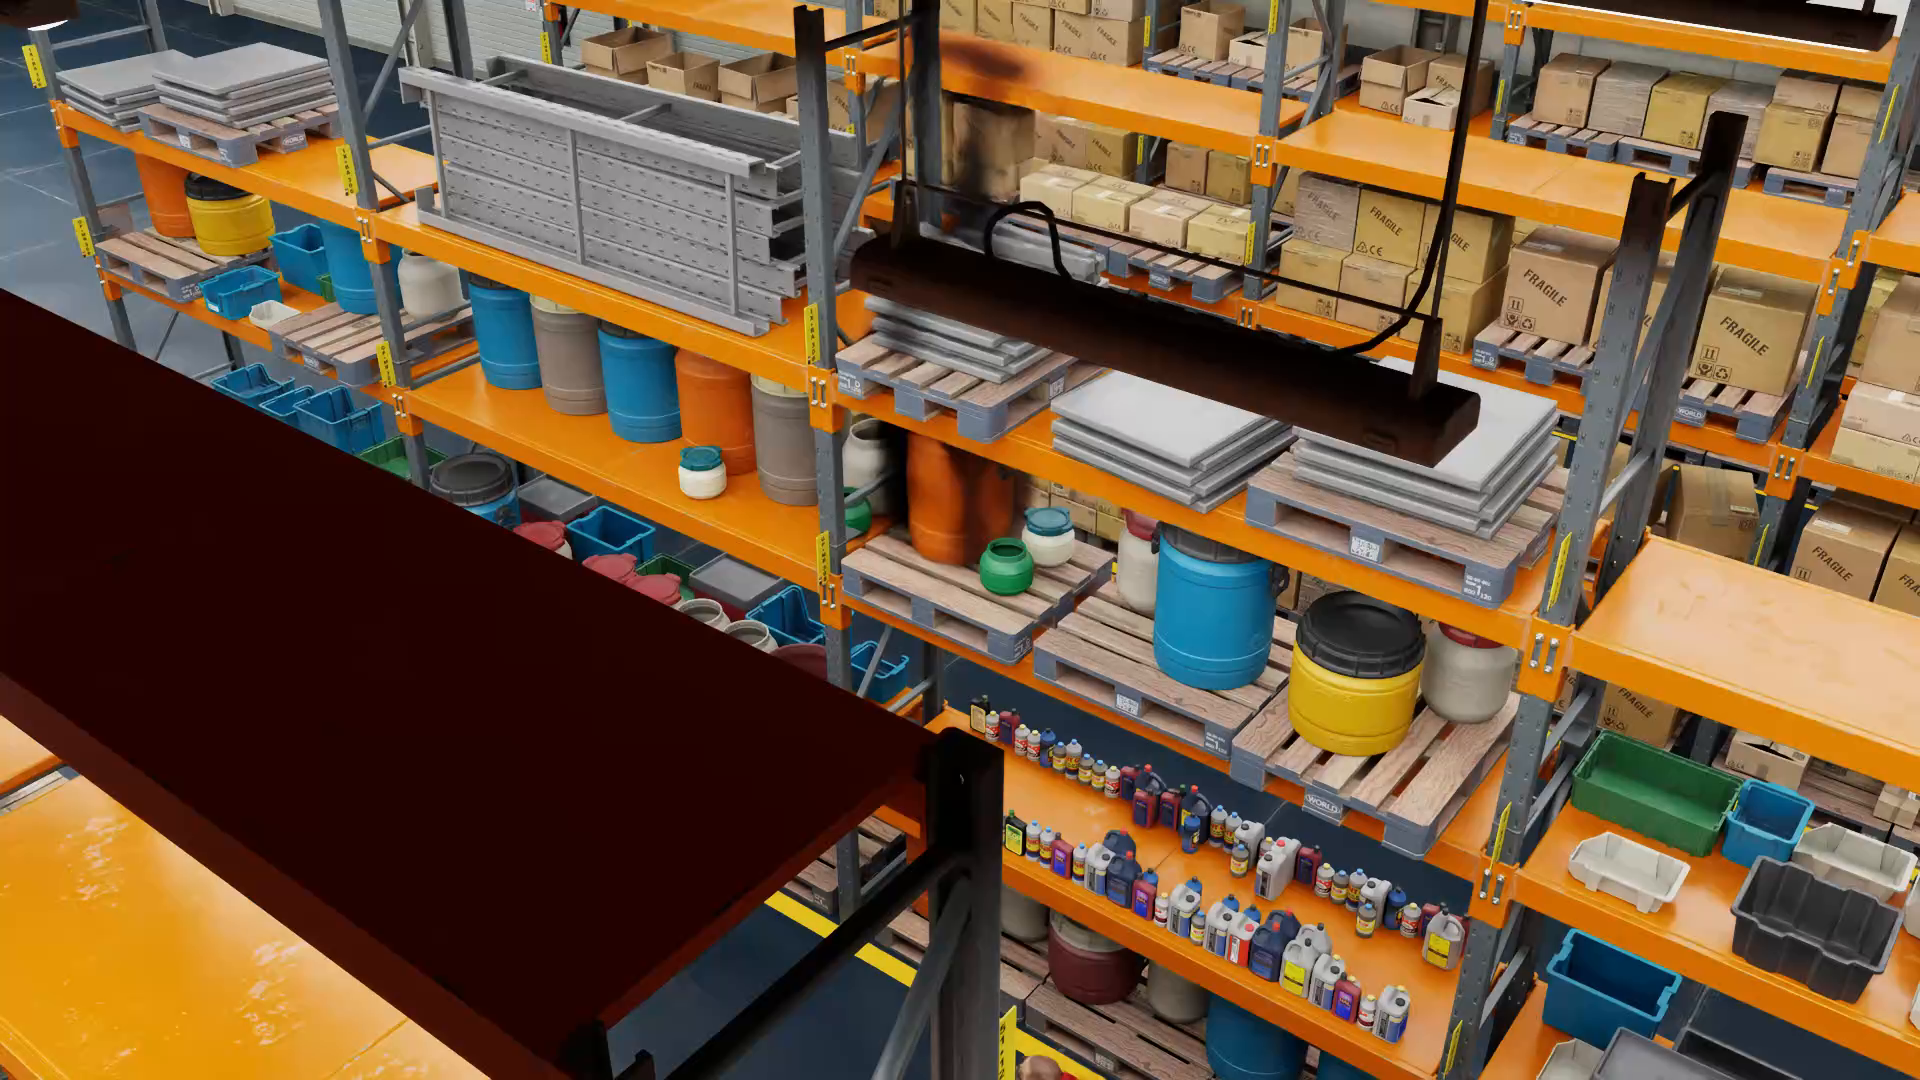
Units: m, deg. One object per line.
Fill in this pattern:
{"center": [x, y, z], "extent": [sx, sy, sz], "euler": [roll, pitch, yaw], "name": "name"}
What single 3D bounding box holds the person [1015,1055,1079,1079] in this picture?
{"center": [0.328, 3.111, 8.066], "extent": [0.704, 1.726, 0.674], "euler": [16, 35, 24], "name": "person"}
